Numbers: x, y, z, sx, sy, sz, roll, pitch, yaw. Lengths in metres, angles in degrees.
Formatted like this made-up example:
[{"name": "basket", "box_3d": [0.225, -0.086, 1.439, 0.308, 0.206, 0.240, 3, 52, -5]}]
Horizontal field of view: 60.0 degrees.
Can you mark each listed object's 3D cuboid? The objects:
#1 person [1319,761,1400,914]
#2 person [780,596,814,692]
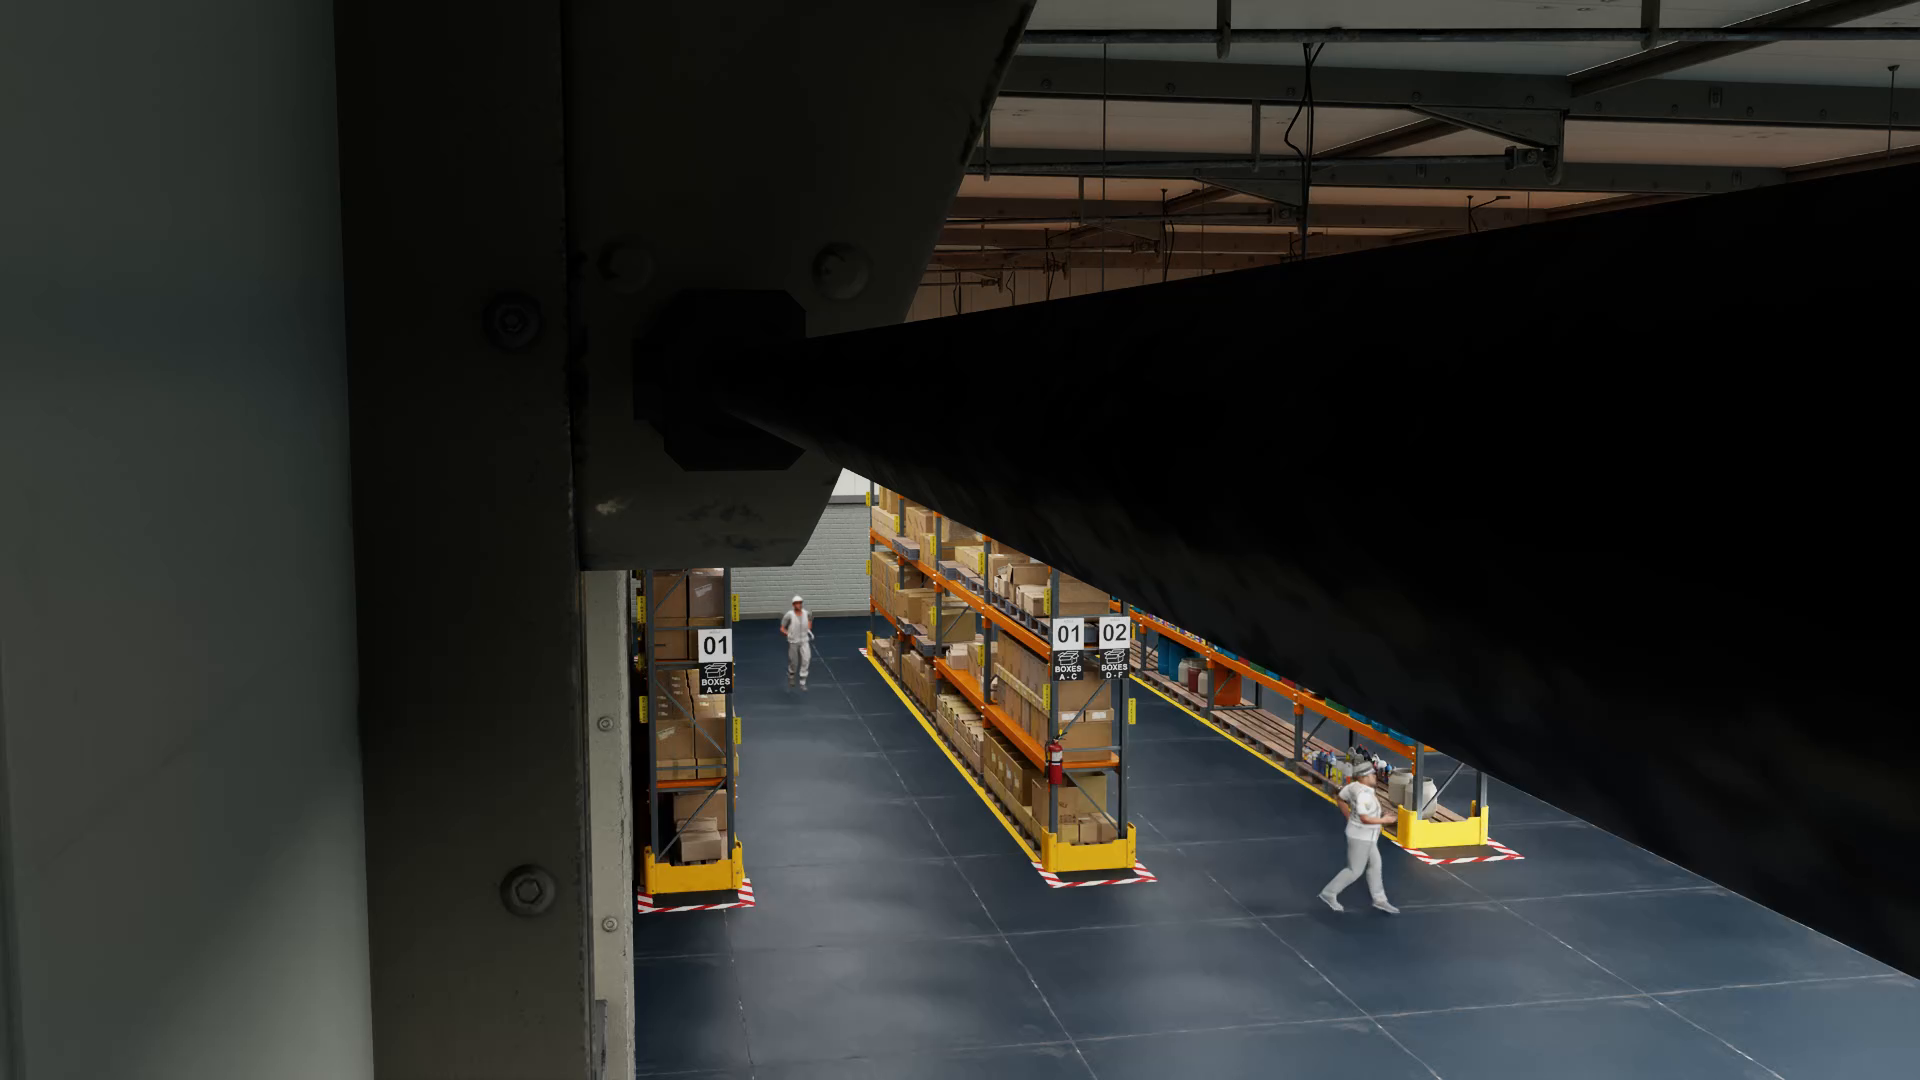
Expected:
[{"name": "person", "box_3d": [4.622, 3.439, 19.161, 0.930, 1.803, 0.630, 1, 6, 10]}, {"name": "person", "box_3d": [-3.032, 1.927, 31.211, 0.656, 1.768, 0.827, -3, 7, -24]}]
